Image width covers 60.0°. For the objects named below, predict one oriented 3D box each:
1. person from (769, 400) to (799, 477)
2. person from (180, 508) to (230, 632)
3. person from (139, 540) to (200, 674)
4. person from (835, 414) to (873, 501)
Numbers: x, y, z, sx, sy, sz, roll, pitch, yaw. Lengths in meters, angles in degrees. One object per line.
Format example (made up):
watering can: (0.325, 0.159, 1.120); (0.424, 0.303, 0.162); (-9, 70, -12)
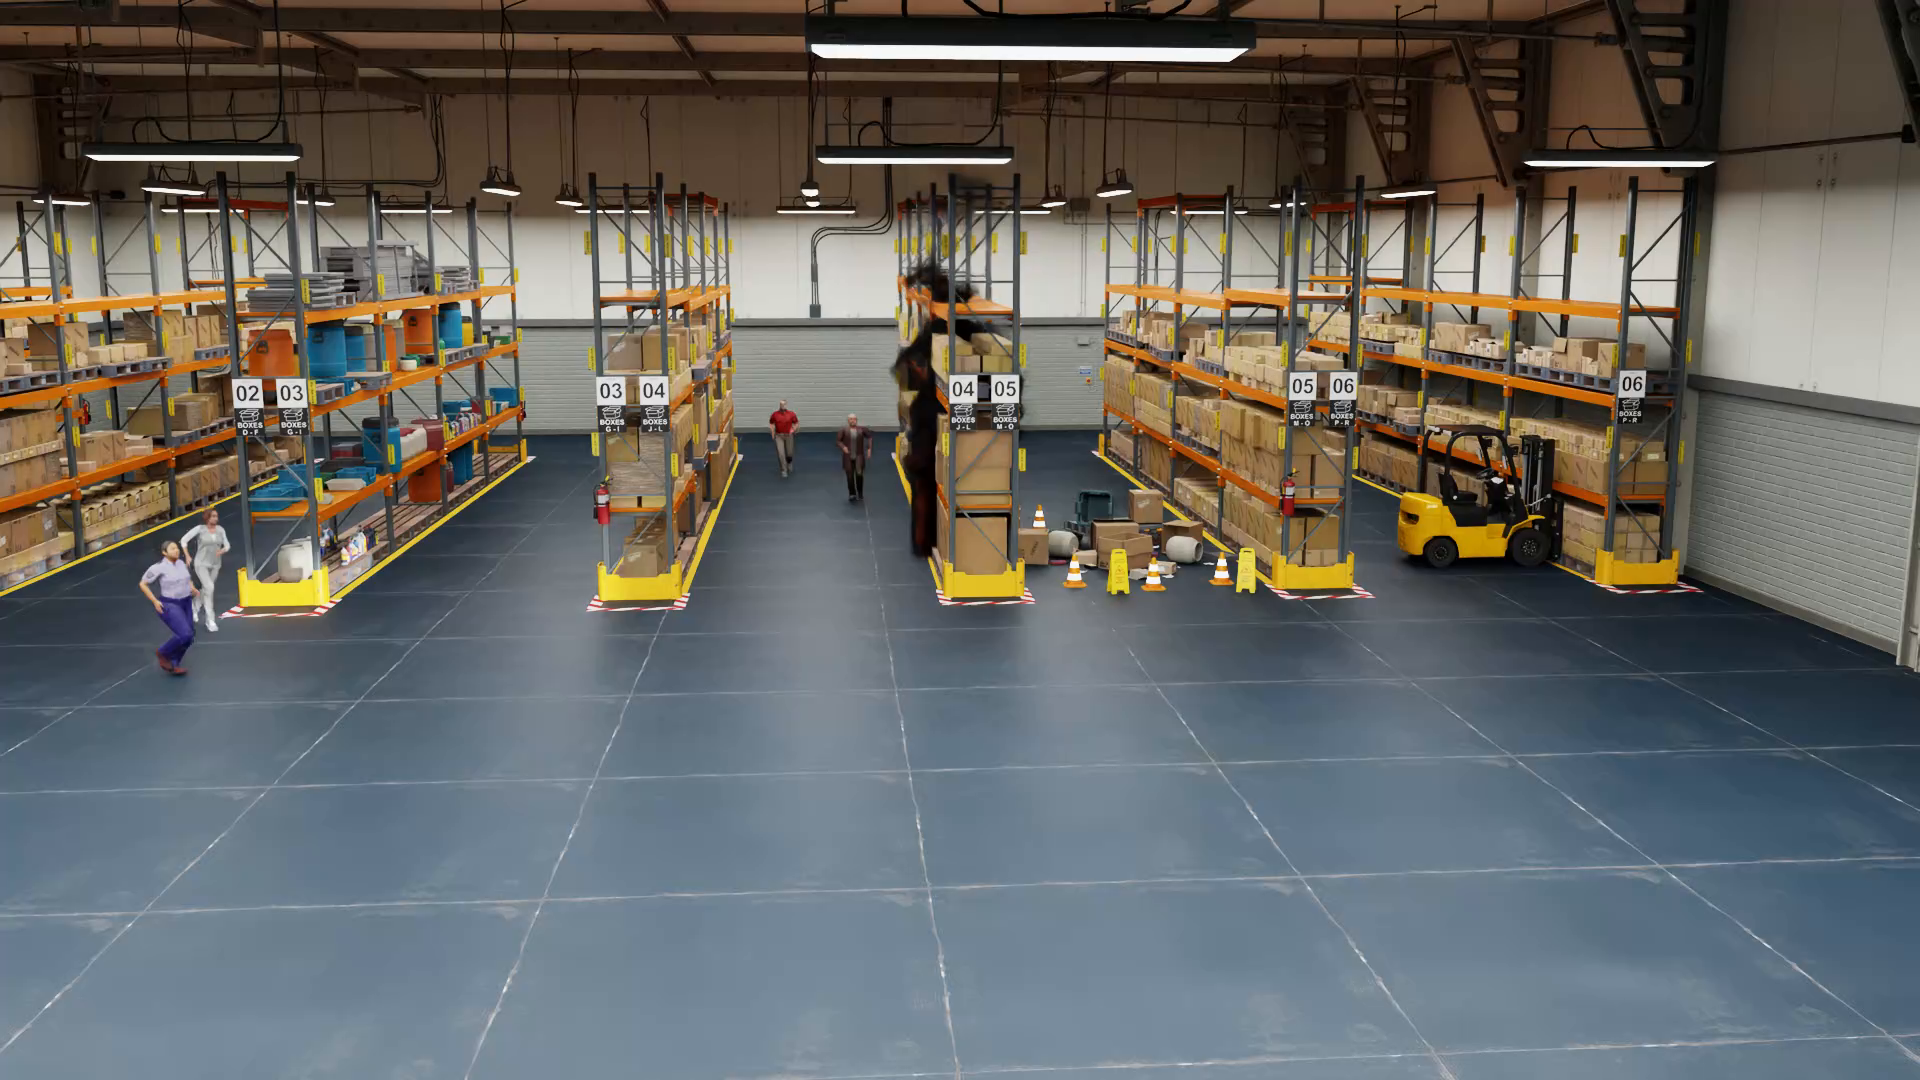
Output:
person: (-3.874, -2.245, 36.564); (0.656, 1.682, 0.664); (-1, 10, -4)
person: (-9.976, 0.365, 22.097); (0.796, 1.578, 0.564); (7, 12, 36)
person: (-9.183, 0.797, 19.532); (0.559, 1.599, 0.593); (3, 10, 17)
person: (-2.080, -1.613, 32.784); (0.747, 1.756, 0.666); (0, 10, -3)
